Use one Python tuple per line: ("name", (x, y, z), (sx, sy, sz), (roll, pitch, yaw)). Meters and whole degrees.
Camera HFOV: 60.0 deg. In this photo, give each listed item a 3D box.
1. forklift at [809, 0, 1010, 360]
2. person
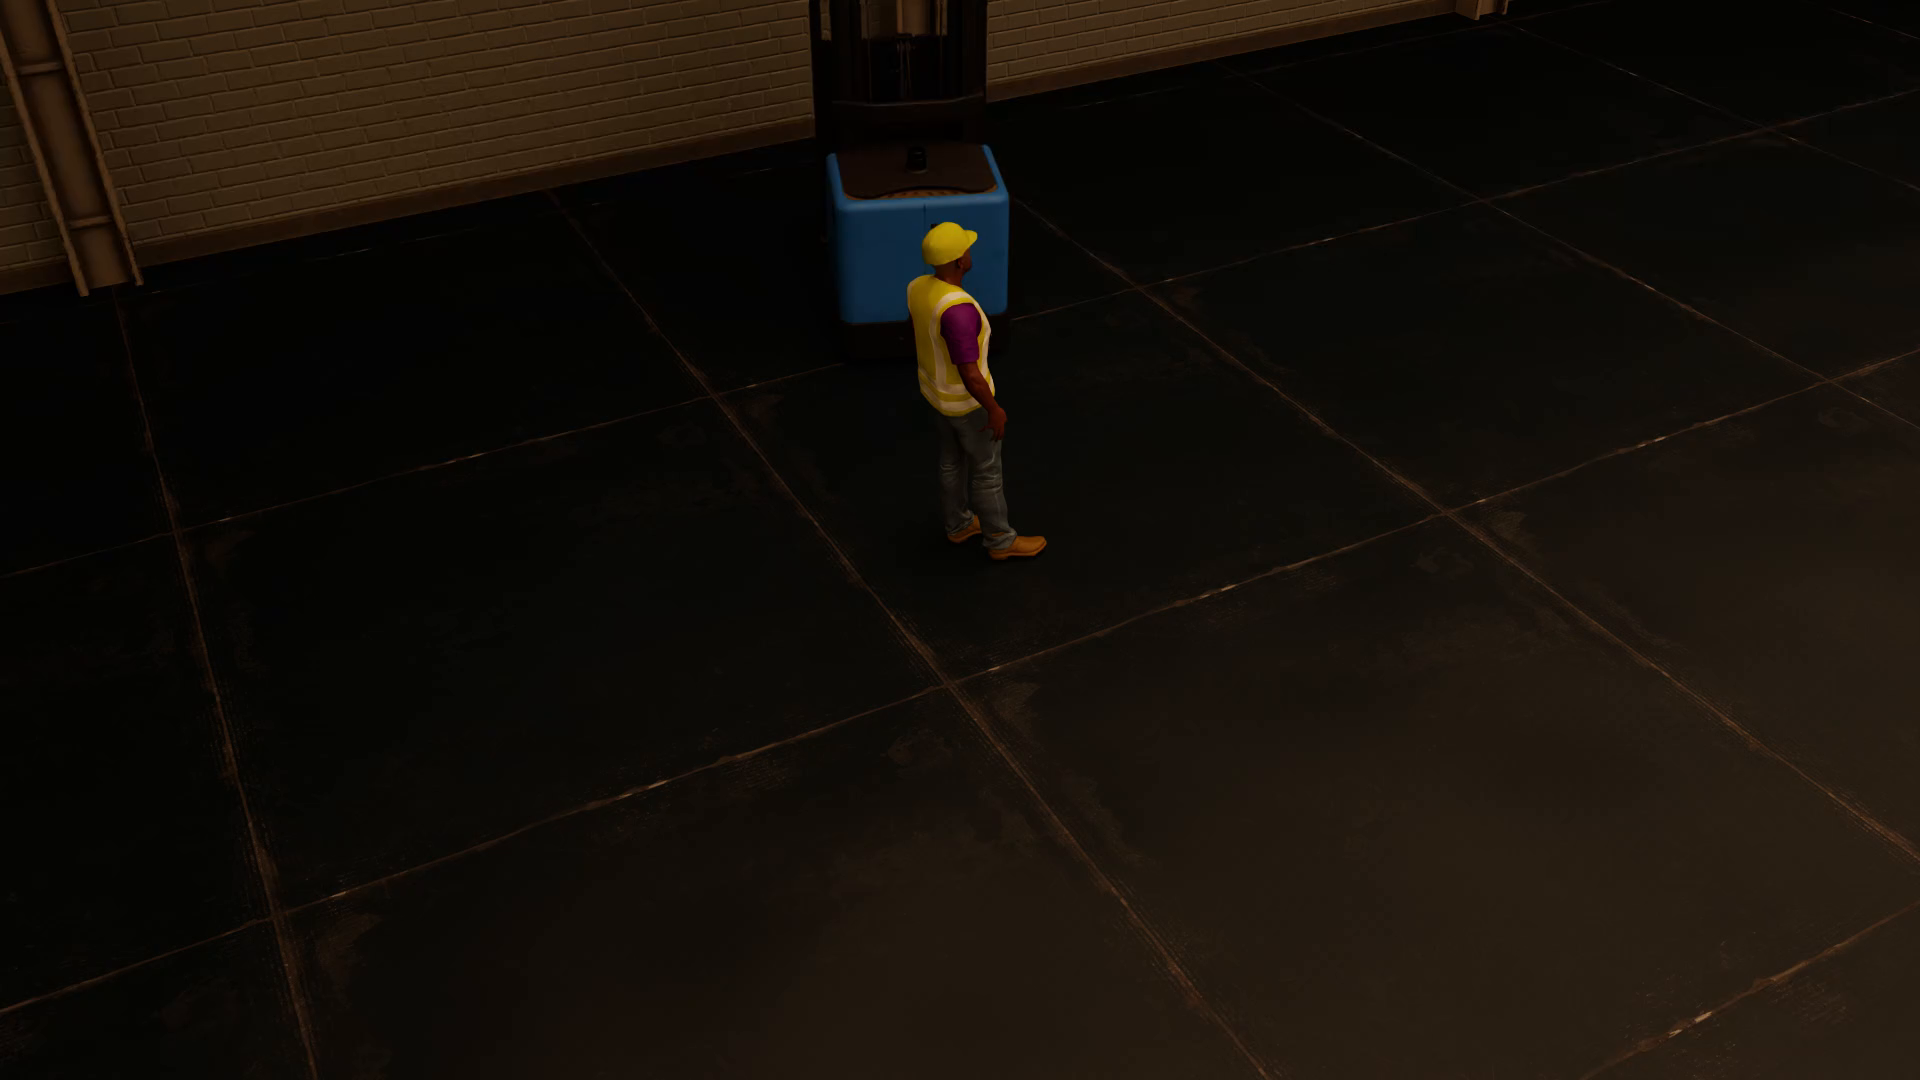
("forklift", (-0.414, -3.130, 10.552), (1.130, 2.935, 3.031), (-5, 36, -7))
("person", (0.064, -0.743, 8.171), (0.577, 1.765, 0.666), (-17, 39, -23))
